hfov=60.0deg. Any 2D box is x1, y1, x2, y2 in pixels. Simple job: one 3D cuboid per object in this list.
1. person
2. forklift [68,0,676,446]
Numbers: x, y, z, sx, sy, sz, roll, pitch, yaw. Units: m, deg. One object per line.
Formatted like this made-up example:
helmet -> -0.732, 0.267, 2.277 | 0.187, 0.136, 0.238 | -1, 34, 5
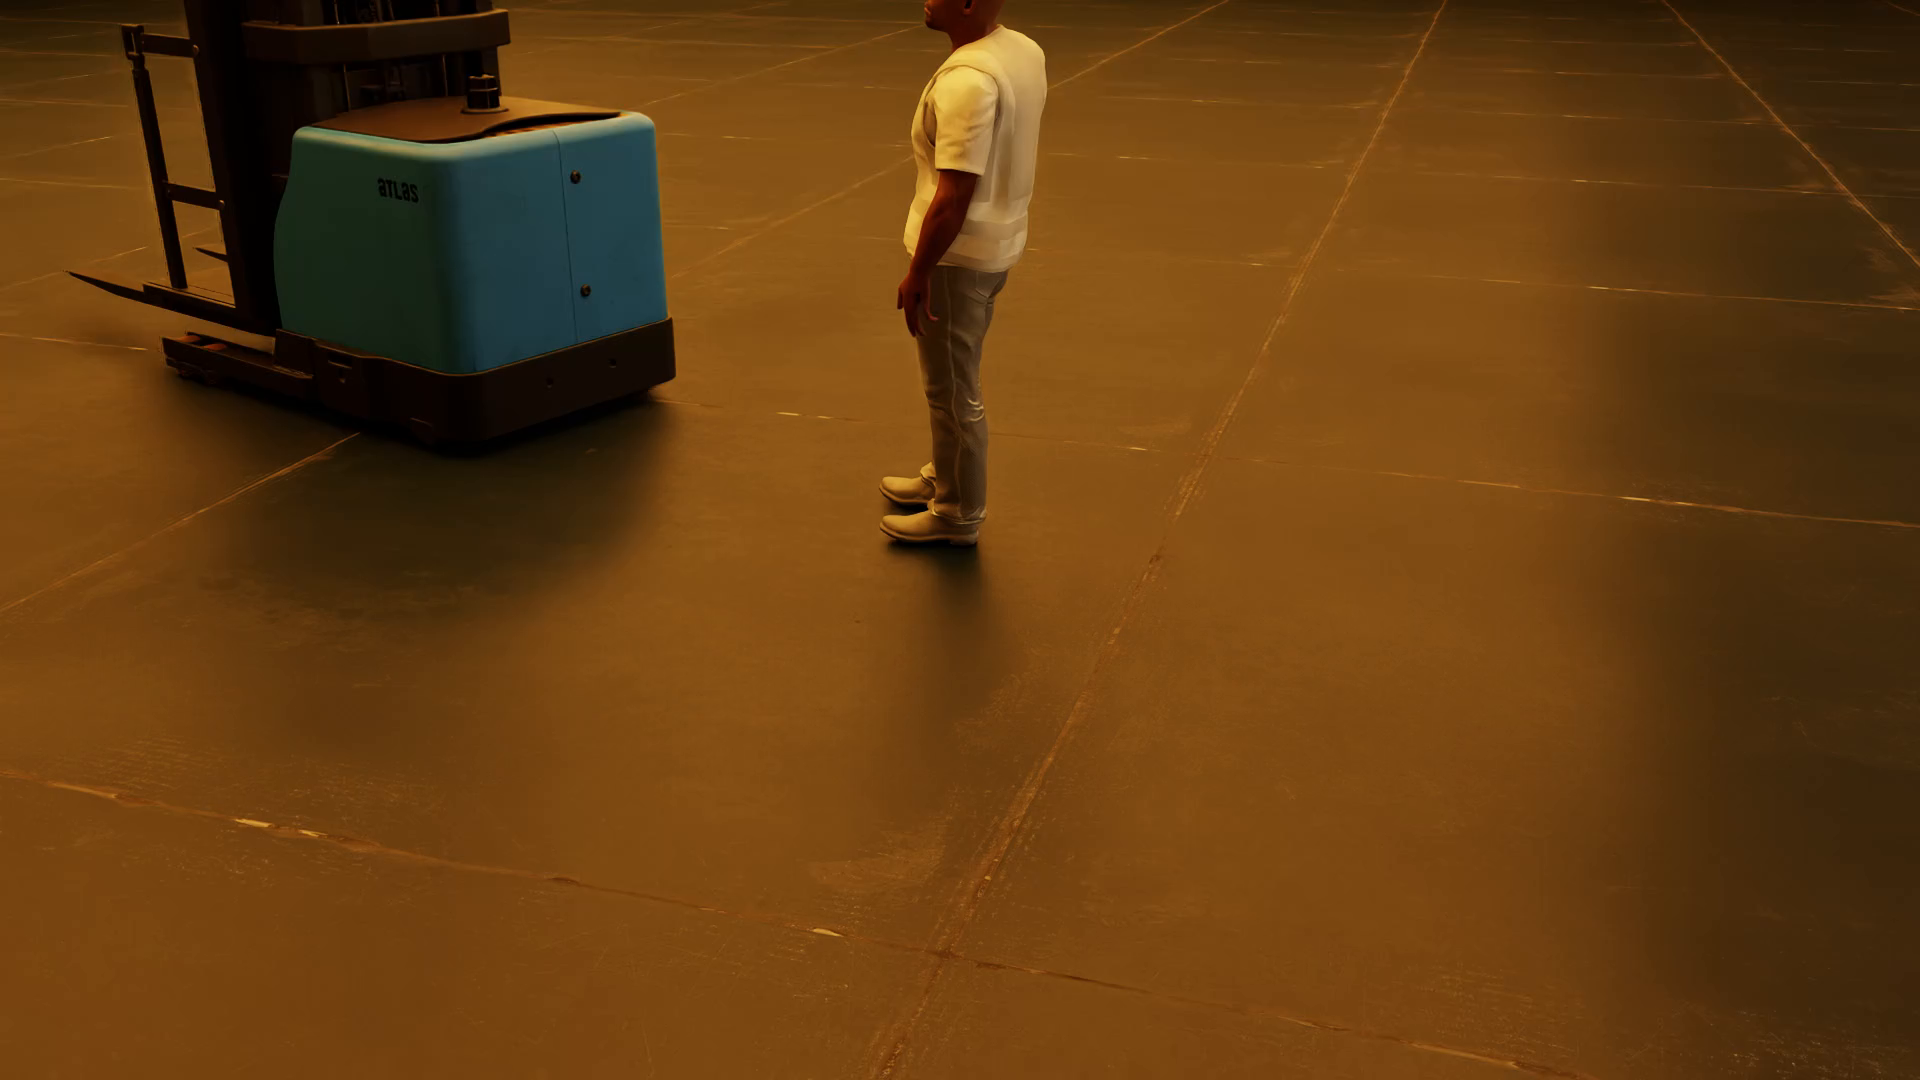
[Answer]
person -> -0.065, -0.833, 4.805 | 0.575, 1.768, 0.666 | 7, 23, 16
forklift -> -2.591, -2.116, 6.404 | 3.031, 2.935, 1.130 | 16, 27, 33
